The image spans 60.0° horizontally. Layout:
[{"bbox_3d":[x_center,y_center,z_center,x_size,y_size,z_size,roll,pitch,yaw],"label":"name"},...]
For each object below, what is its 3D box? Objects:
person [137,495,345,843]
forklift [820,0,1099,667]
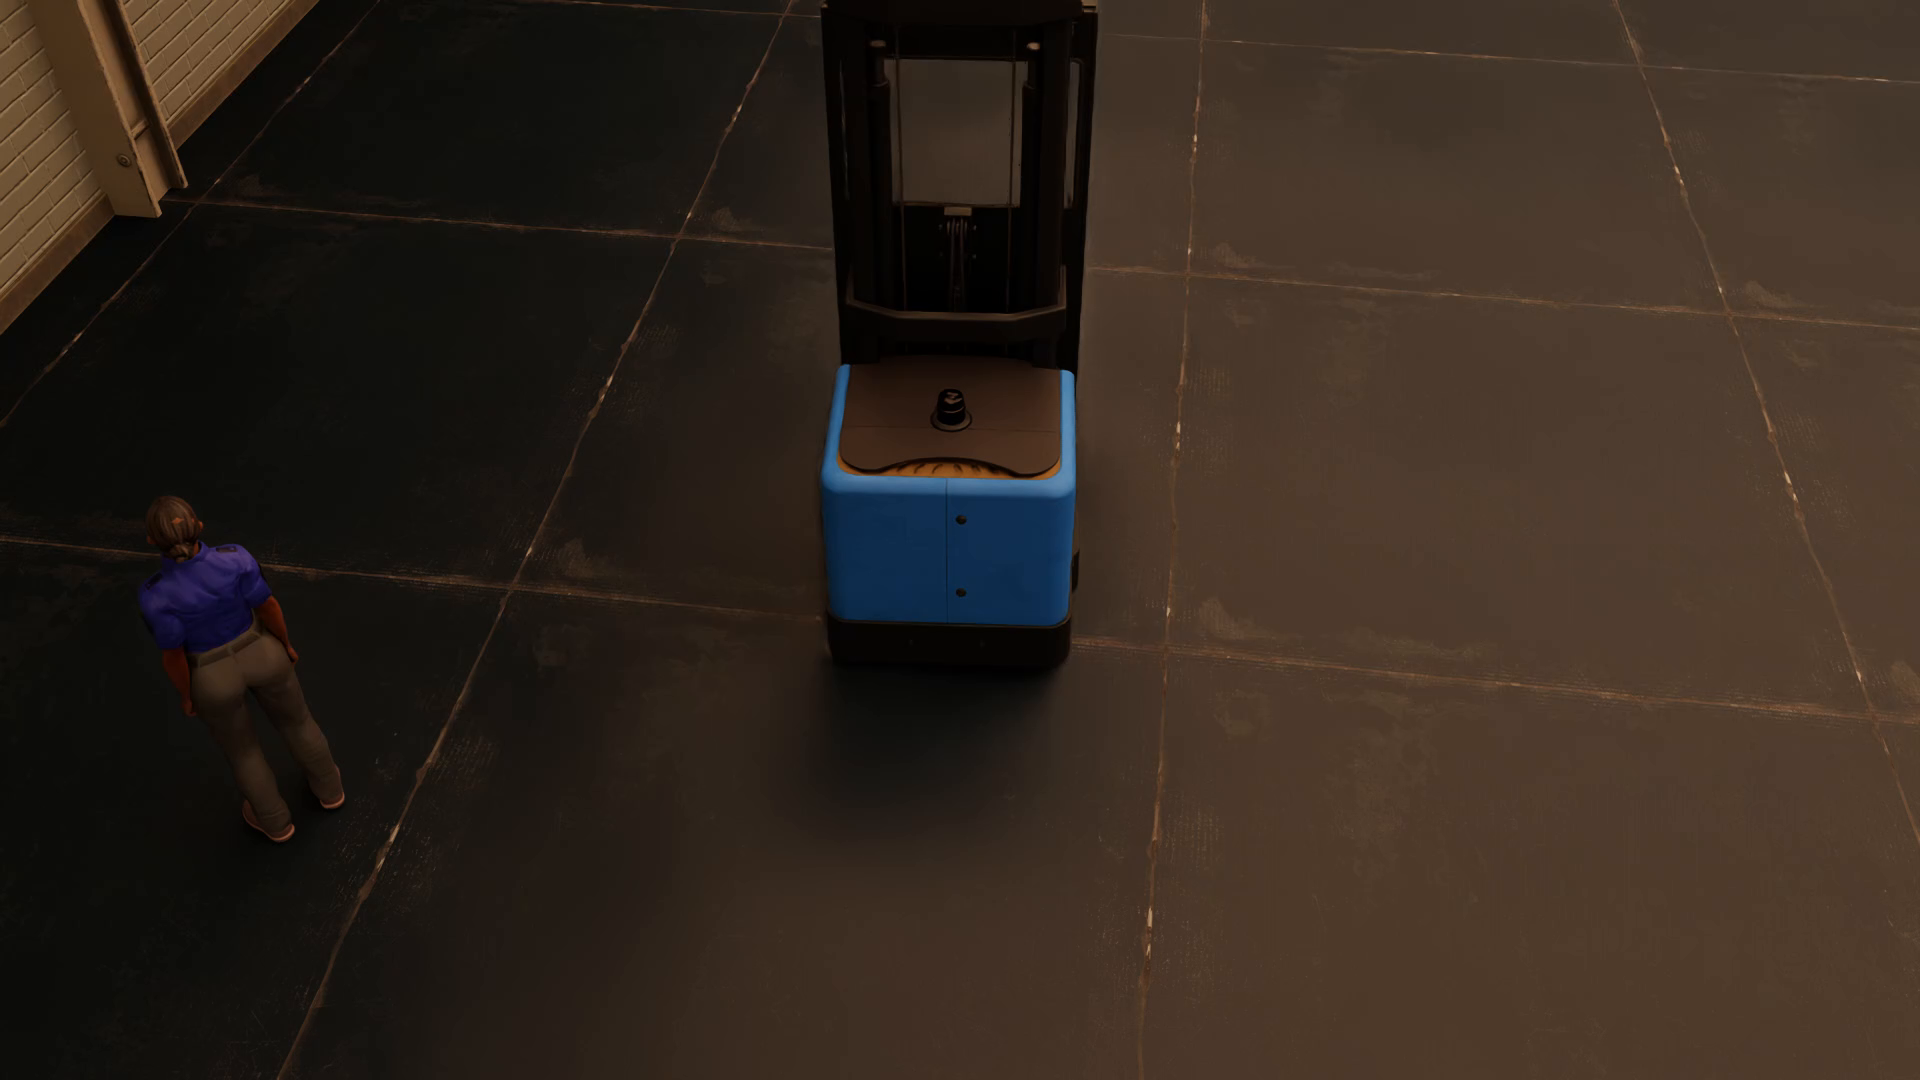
[{"bbox_3d":[-2.686,0.470,6.155,0.447,1.662,0.325,-30,50,-29],"label":"person"},{"bbox_3d":[0.009,-1.512,7.371,1.130,2.935,3.031,2,43,2],"label":"forklift"}]
